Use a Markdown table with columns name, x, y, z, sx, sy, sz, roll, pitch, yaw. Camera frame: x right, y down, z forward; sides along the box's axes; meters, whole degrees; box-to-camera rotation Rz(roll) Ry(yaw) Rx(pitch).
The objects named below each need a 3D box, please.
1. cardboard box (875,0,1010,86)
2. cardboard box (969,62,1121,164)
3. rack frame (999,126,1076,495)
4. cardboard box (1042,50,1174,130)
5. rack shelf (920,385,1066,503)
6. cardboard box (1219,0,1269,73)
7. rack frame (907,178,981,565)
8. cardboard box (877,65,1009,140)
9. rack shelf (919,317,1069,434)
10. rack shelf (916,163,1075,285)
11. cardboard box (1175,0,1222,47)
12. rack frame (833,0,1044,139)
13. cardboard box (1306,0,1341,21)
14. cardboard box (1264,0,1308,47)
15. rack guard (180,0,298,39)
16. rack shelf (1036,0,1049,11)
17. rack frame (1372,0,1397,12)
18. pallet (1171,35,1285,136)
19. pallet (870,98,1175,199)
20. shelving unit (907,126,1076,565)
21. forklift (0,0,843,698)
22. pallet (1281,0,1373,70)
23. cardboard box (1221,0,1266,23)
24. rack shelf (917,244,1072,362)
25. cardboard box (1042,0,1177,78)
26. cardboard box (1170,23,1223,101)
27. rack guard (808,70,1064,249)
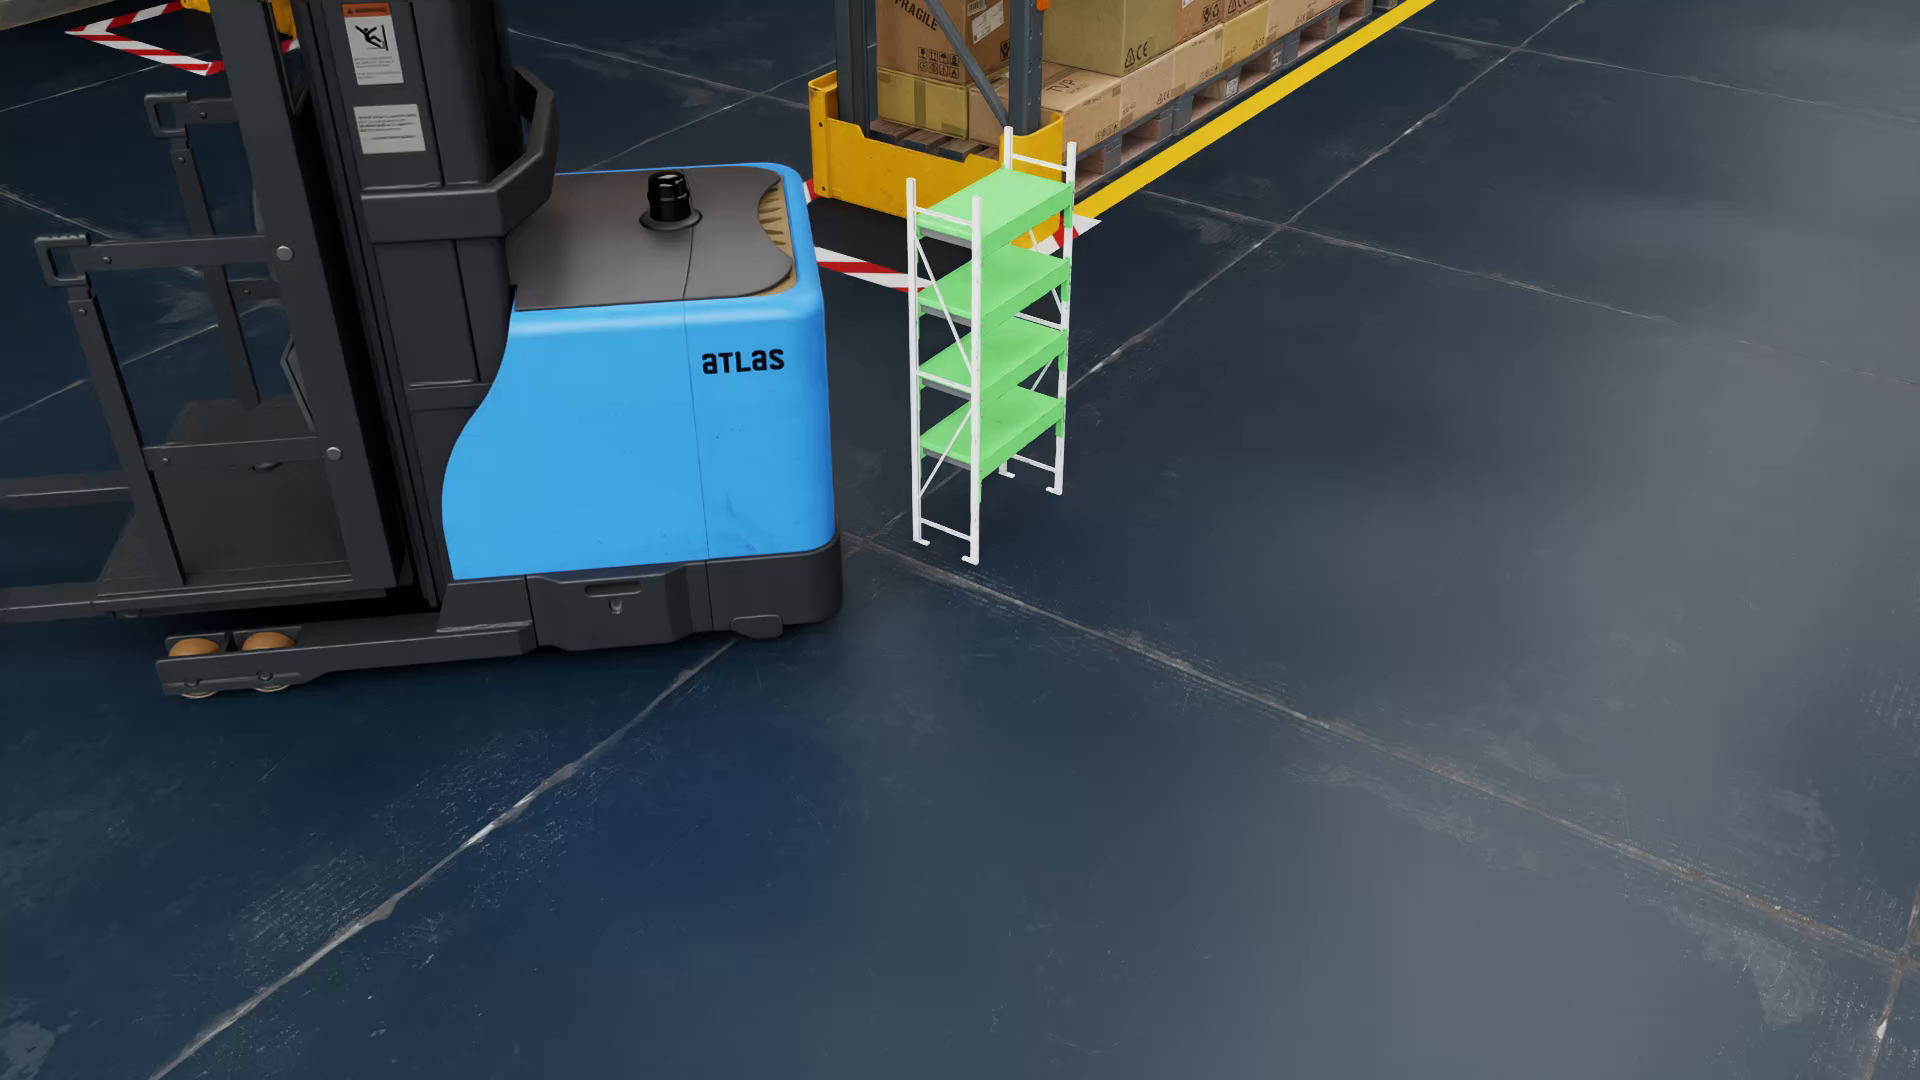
| name | x | y | z | sx | sy | sz | roll | pitch | yaw |
| --- | --- | --- | --- | --- | --- | --- | --- | --- | --- |
| cardboard box | -0.042 | -2.423 | 7.565 | 0.500 | 0.500 | 0.500 | 21 | 39 | 28 |
| cardboard box | 0.385 | -1.946 | 7.530 | 0.500 | 0.250 | 0.500 | 21 | 39 | 28 |
| rack frame | 0.234 | -0.685 | 5.193 | 0.240 | 1.200 | 0.015 | 21 | 39 | 28 |
| cardboard box | 0.667 | -2.177 | 7.872 | 0.500 | 0.250 | 0.500 | 21 | 39 | 28 |
| rack shelf | 0.094 | -0.321 | 5.197 | 0.258 | 0.148 | 0.480 | 21 | 39 | 28 |
| cardboard box | 1.242 | -2.636 | 8.550 | 0.500 | 0.250 | 0.500 | 21 | 39 | 28 |
| rack frame | -0.045 | -0.461 | 4.860 | 0.240 | 1.200 | 0.015 | 21 | 39 | 28 |
| cardboard box | -0.041 | -2.112 | 7.775 | 0.500 | 0.250 | 0.500 | 21 | 39 | 28 |
| rack shelf | 0.094 | -0.520 | 5.062 | 0.258 | 0.148 | 0.480 | 21 | 39 | 28 |
| rack shelf | 0.094 | -0.918 | 4.793 | 0.258 | 0.148 | 0.480 | 21 | 39 | 28 |
| cardboard box | 0.943 | -2.722 | 8.007 | 0.500 | 0.500 | 0.500 | 21 | 39 | 28 |
| rack frame | -0.104 | -2.735 | 6.617 | 1.000 | 3.000 | 0.127 | 21 | 39 | 28 |
| cardboard box | 1.799 | -3.101 | 9.238 | 0.500 | 0.250 | 0.500 | 21 | 39 | 28 |
| cardboard box | 1.526 | -2.866 | 8.890 | 0.500 | 0.250 | 0.500 | 21 | 39 | 28 |
| rack guard | -4.132 | -3.316 | 9.707 | 1.175 | 0.500 | 0.348 | 21 | 39 | 28 |
| rack shelf | 1.037 | -3.358 | 8.180 | 1.077 | 0.370 | 4.000 | 21 | 39 | 28 |
| rack frame | 2.177 | -4.576 | 9.339 | 1.000 | 3.000 | 0.127 | 21 | 39 | 28 |
| pallet | 0.994 | -2.505 | 8.765 | 1.003 | 0.211 | 1.213 | 21 | 39 | 28 |
| pallet | 0.298 | -1.946 | 7.939 | 1.003 | 0.211 | 1.213 | 21 | 39 | 28 |
| shelving unit | 0.094 | -0.573 | 5.027 | 0.258 | 1.200 | 0.503 | 21 | 39 | 28 |
| forklift | -1.902 | -1.094 | 4.251 | 3.031 | 2.935 | 1.130 | -5 | 34 | -7 |
| pallet | 1.689 | -3.069 | 9.599 | 1.003 | 0.211 | 1.213 | 21 | 39 | 28 |
| cardboard box | 1.242 | -2.946 | 8.339 | 0.500 | 0.500 | 0.500 | 21 | 39 | 28 |
| rack shelf | 0.094 | -0.719 | 4.928 | 0.258 | 0.148 | 0.480 | 21 | 39 | 28 |
| cardboard box | 0.668 | -2.488 | 7.661 | 0.500 | 0.500 | 0.500 | 21 | 39 | 28 |
| cardboard box | 0.952 | -2.407 | 8.212 | 0.500 | 0.250 | 0.500 | 21 | 39 | 28 |
| rack guard | -0.117 | -1.689 | 7.301 | 1.175 | 0.500 | 0.348 | 21 | 39 | 28 |
